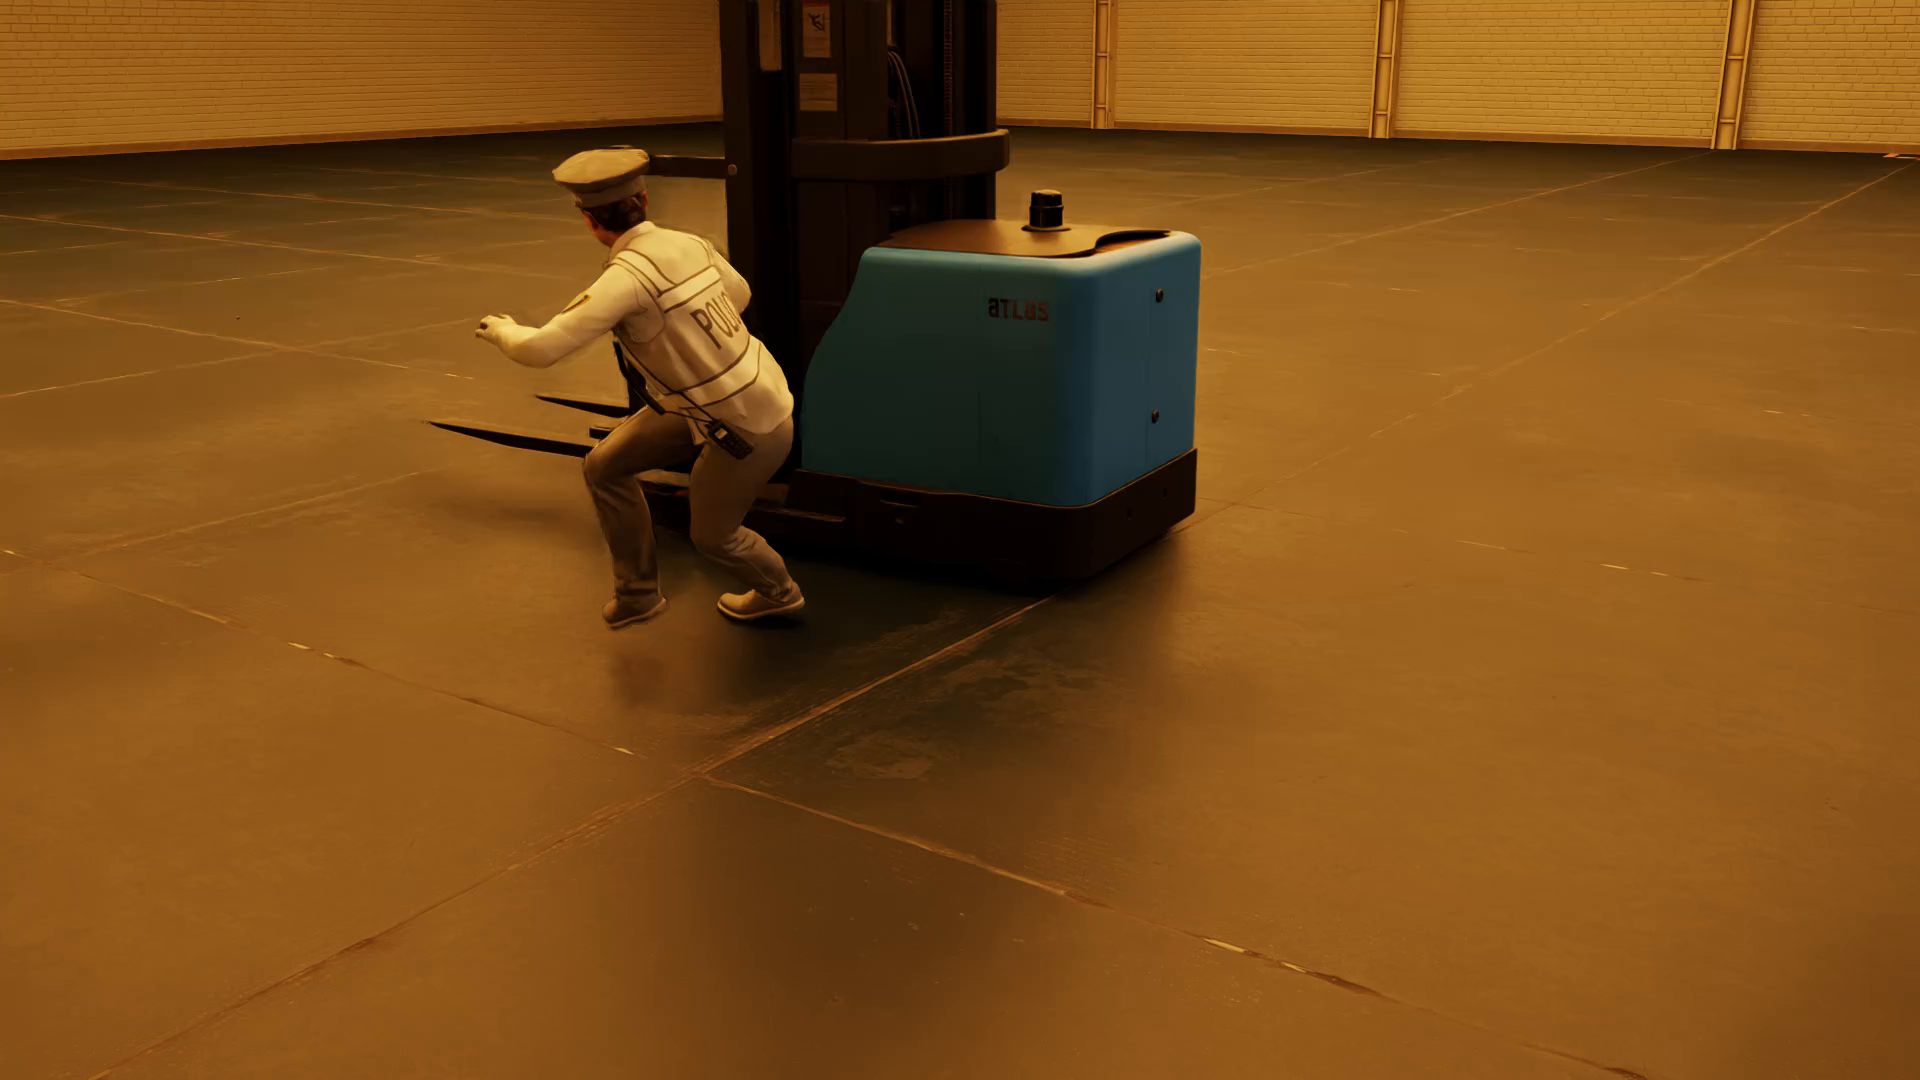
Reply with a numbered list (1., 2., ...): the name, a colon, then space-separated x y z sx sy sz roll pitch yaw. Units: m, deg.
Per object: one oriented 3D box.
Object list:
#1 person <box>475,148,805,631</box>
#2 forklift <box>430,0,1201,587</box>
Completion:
1. person: -0.864 -0.355 4.604 0.836 1.432 0.916 0 17 -1
2. forklift: -0.683 -1.540 5.982 3.031 2.935 1.130 9 19 28
